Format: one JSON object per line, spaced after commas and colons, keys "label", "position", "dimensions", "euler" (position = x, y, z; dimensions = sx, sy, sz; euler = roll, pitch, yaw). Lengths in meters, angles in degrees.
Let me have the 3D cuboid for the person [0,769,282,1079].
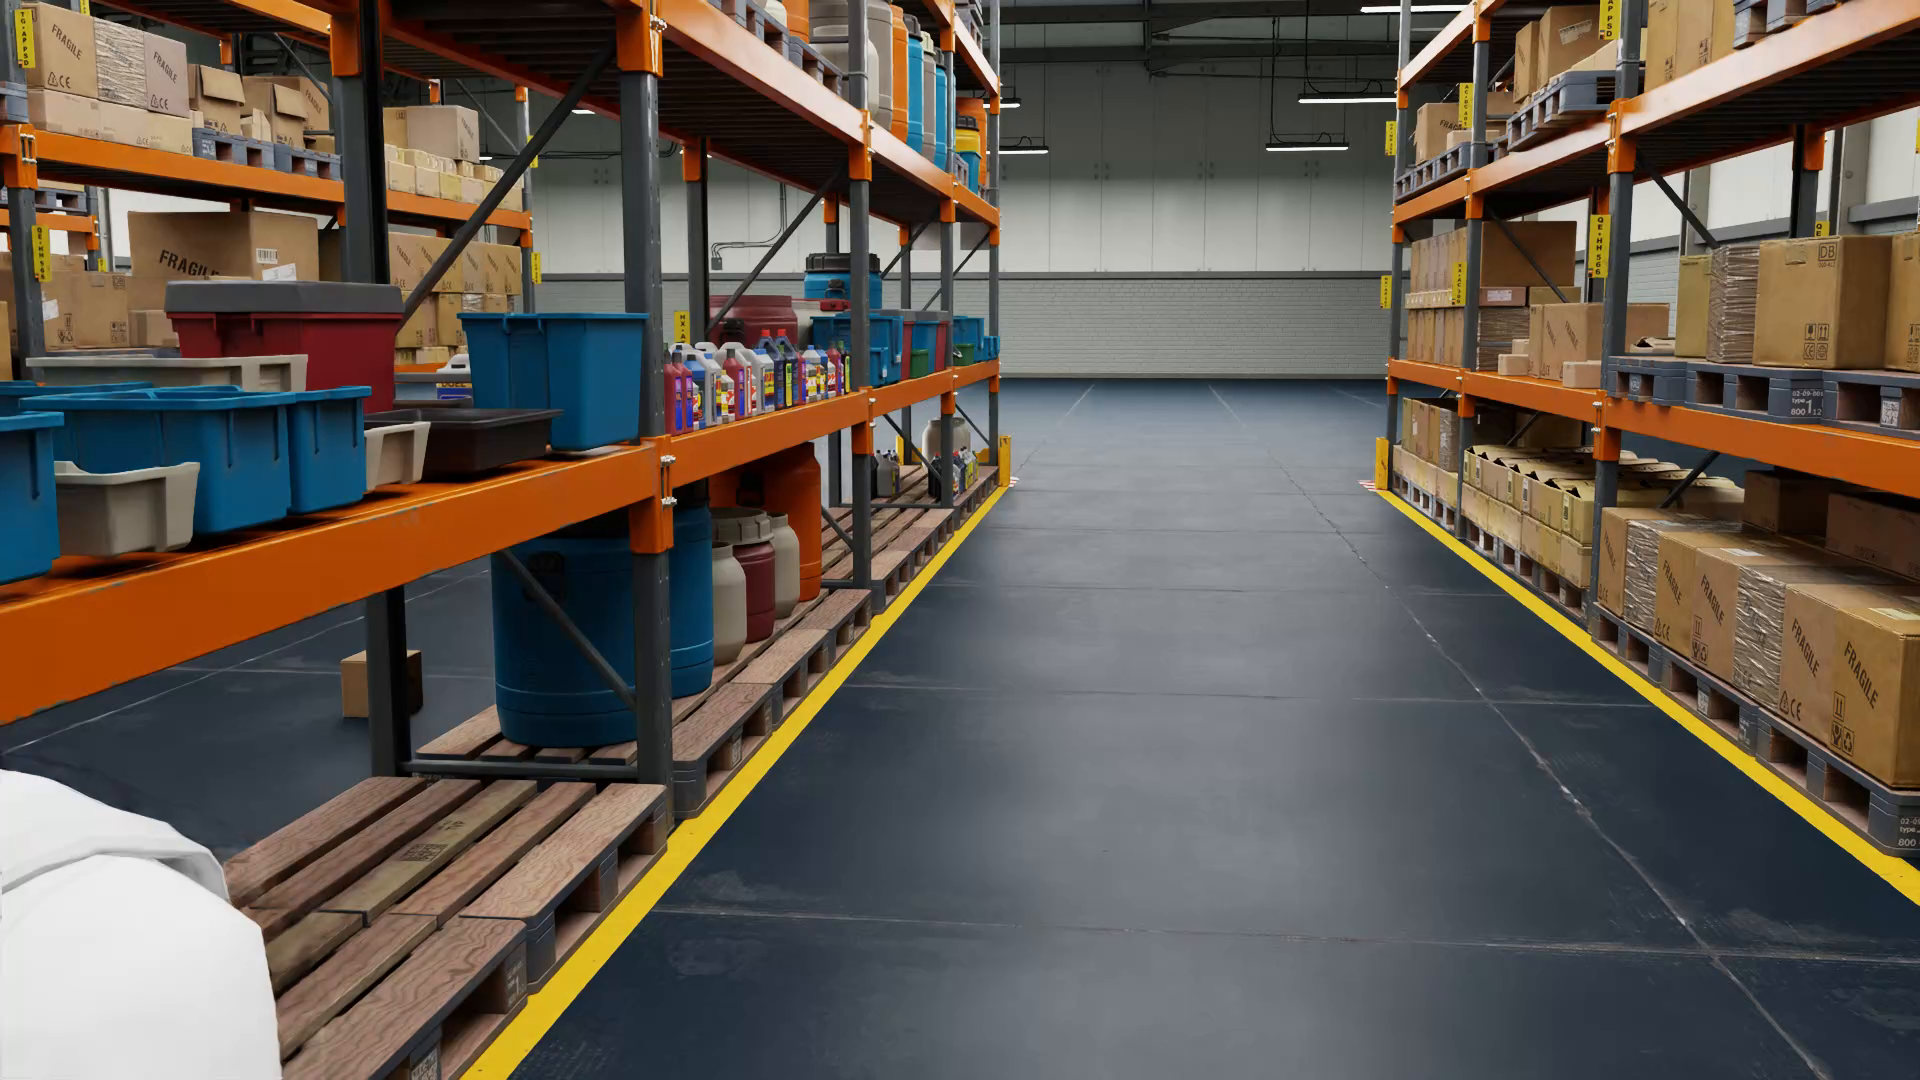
{"label": "person", "position": [-0.567, 0.709, 0.715], "dimensions": [0.624, 1.753, 0.492], "euler": [2, 8, 13]}
